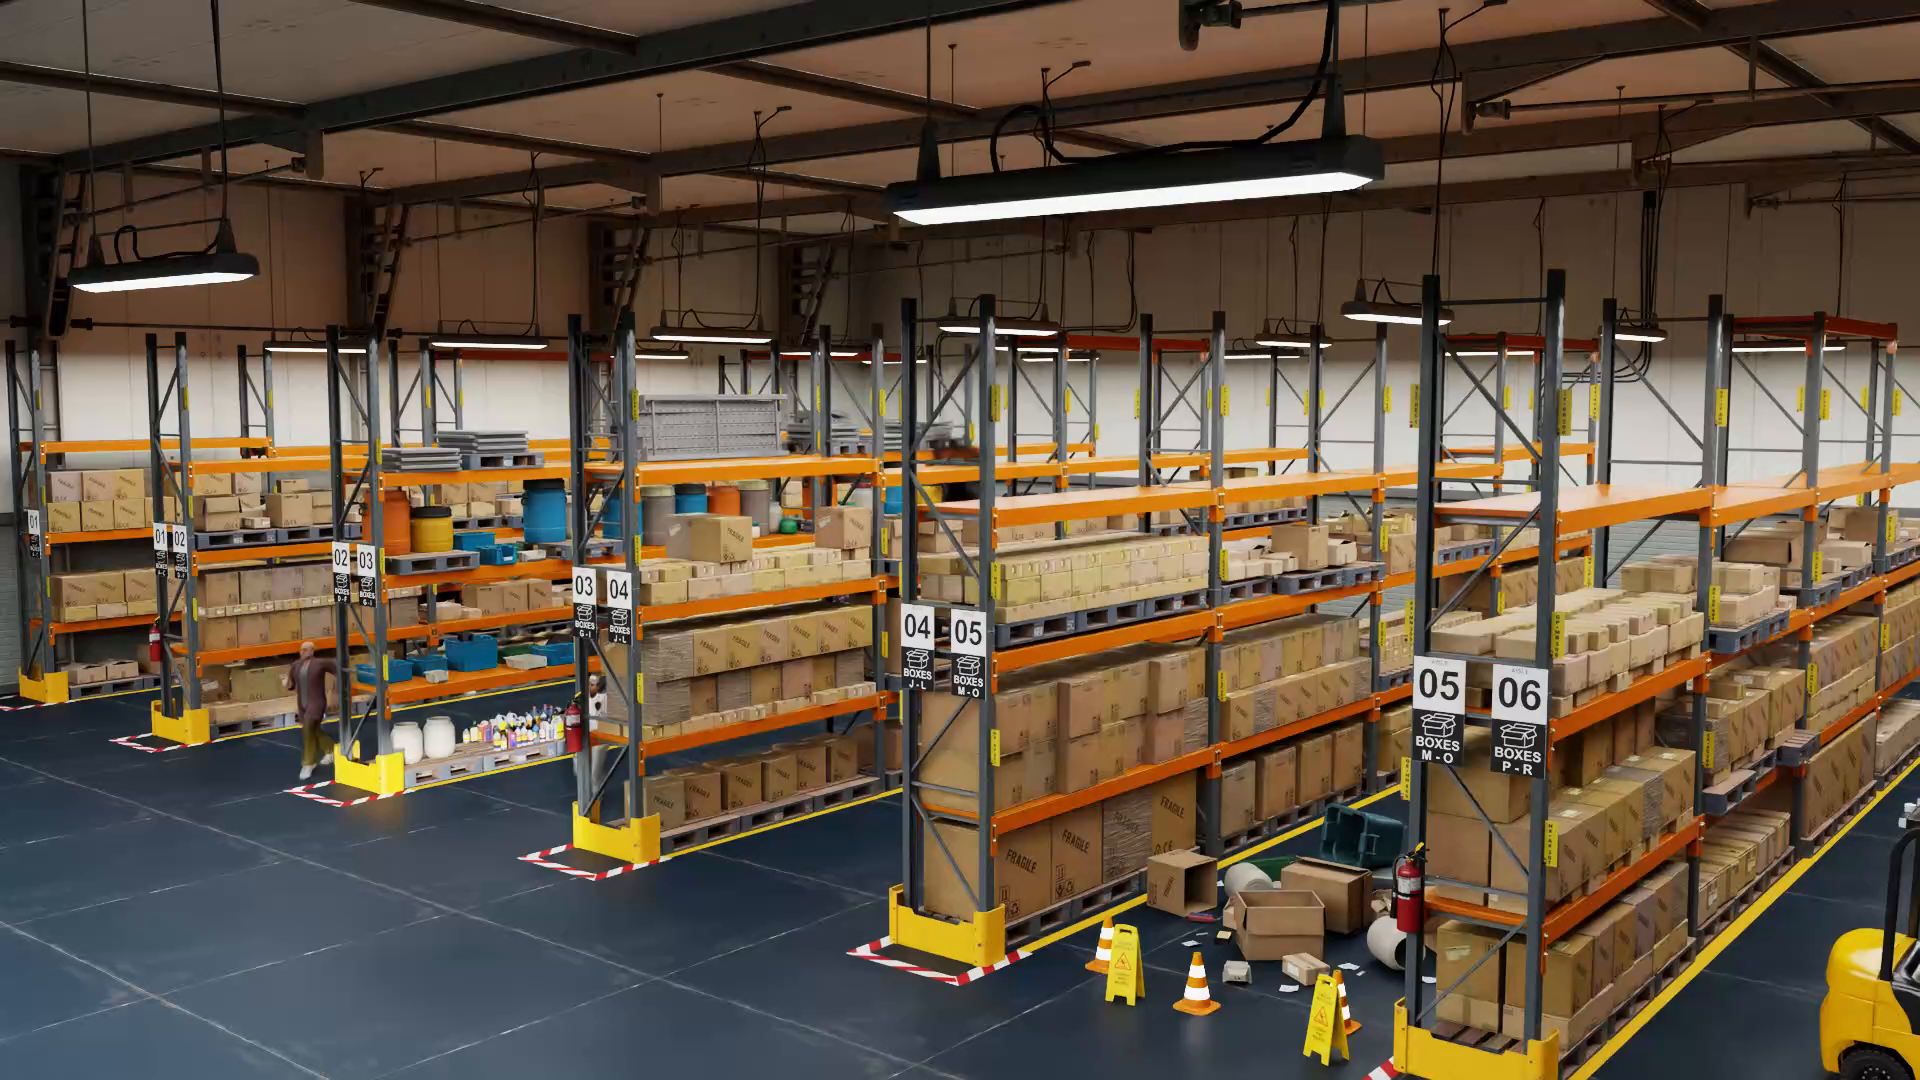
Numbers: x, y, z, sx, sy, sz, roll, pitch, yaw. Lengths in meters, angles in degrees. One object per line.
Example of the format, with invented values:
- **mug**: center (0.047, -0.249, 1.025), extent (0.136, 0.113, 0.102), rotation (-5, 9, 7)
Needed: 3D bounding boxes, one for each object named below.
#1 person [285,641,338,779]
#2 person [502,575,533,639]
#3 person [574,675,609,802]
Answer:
- **person**: center (-8.765, 2.263, 22.556), extent (0.723, 1.822, 0.931), rotation (2, 5, 20)
- **person**: center (-8.680, 1.438, 32.351), extent (0.618, 1.684, 0.720), rotation (3, 6, 29)
- **person**: center (-4.603, 2.494, 20.812), extent (0.611, 1.624, 0.547), rotation (1, 5, 10)
